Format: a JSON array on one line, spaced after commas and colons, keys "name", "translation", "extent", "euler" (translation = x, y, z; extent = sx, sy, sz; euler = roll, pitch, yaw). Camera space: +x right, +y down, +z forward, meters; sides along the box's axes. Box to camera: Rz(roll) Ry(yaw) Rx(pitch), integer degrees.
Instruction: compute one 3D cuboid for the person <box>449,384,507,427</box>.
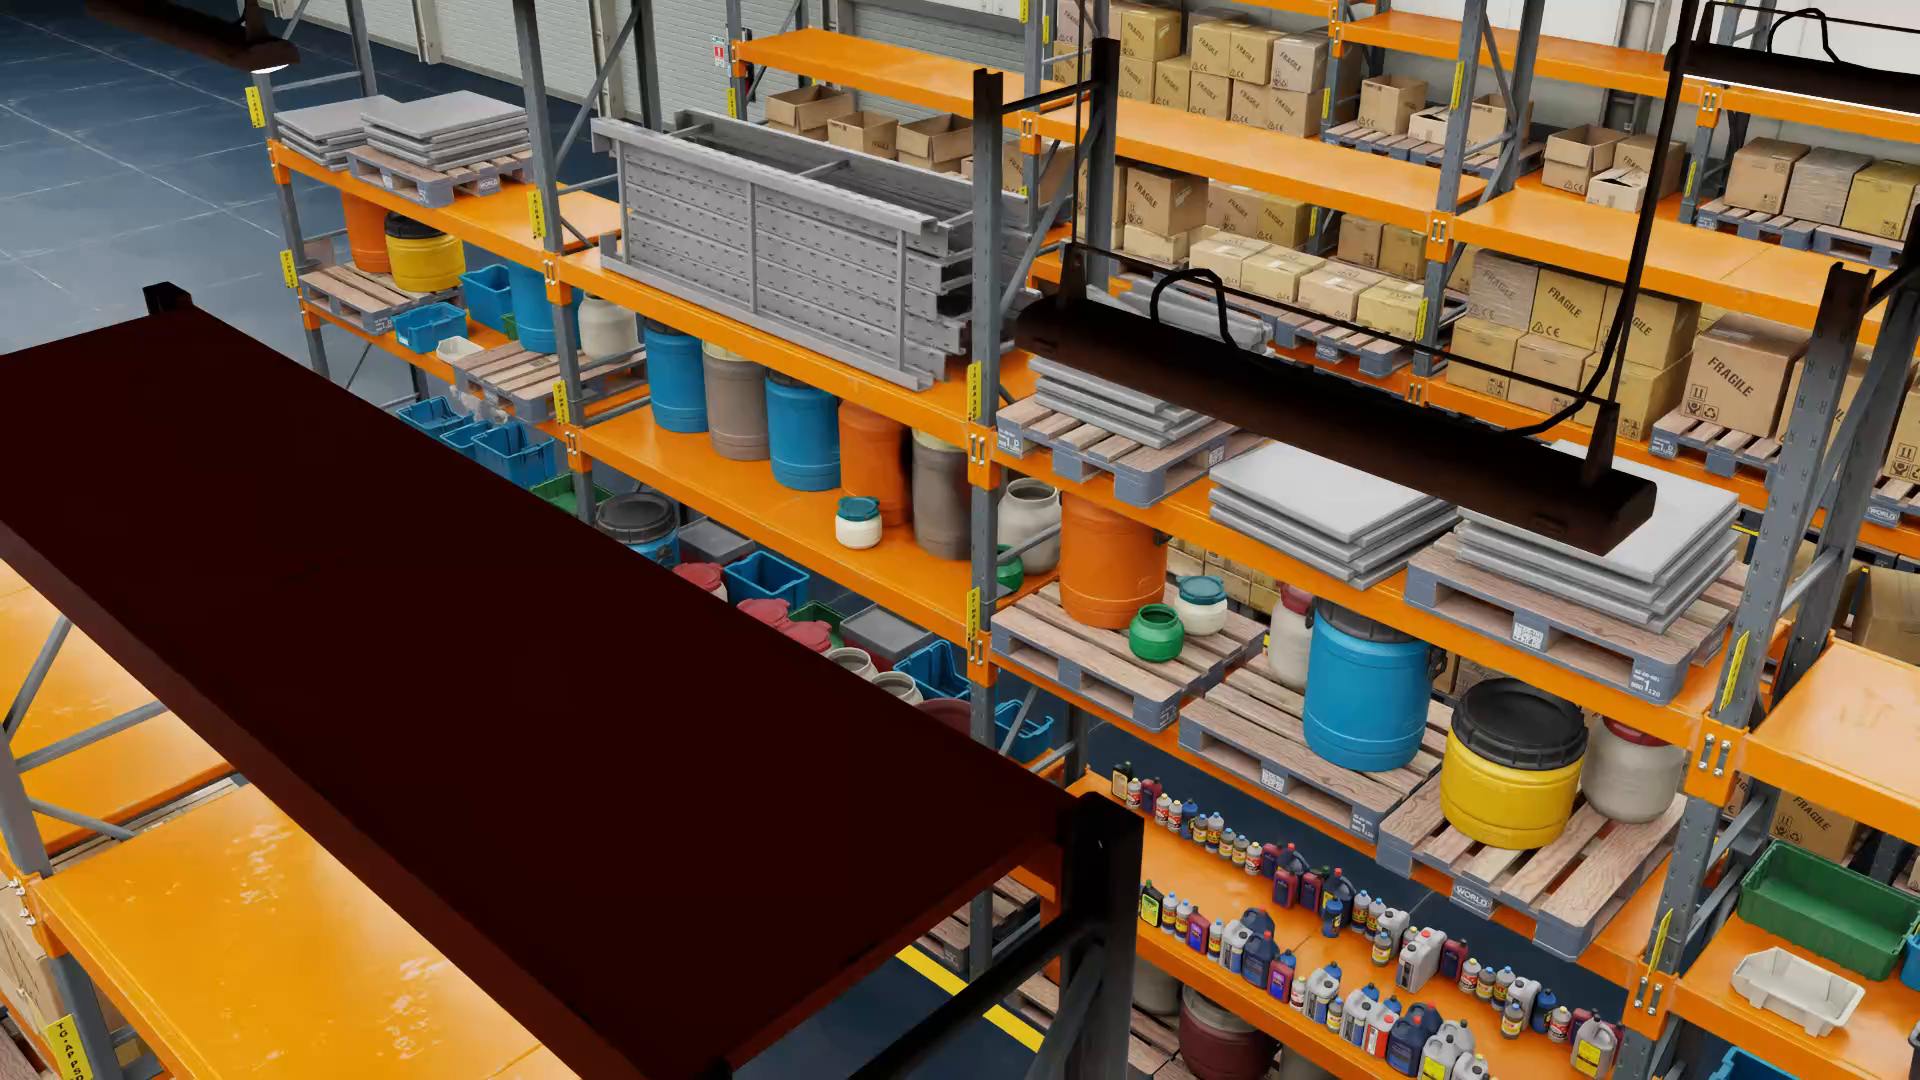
[{"name": "person", "translation": [-5.050, -1.734, 17.509], "extent": [0.632, 1.776, 0.510], "euler": [-3, 29, -4]}]
